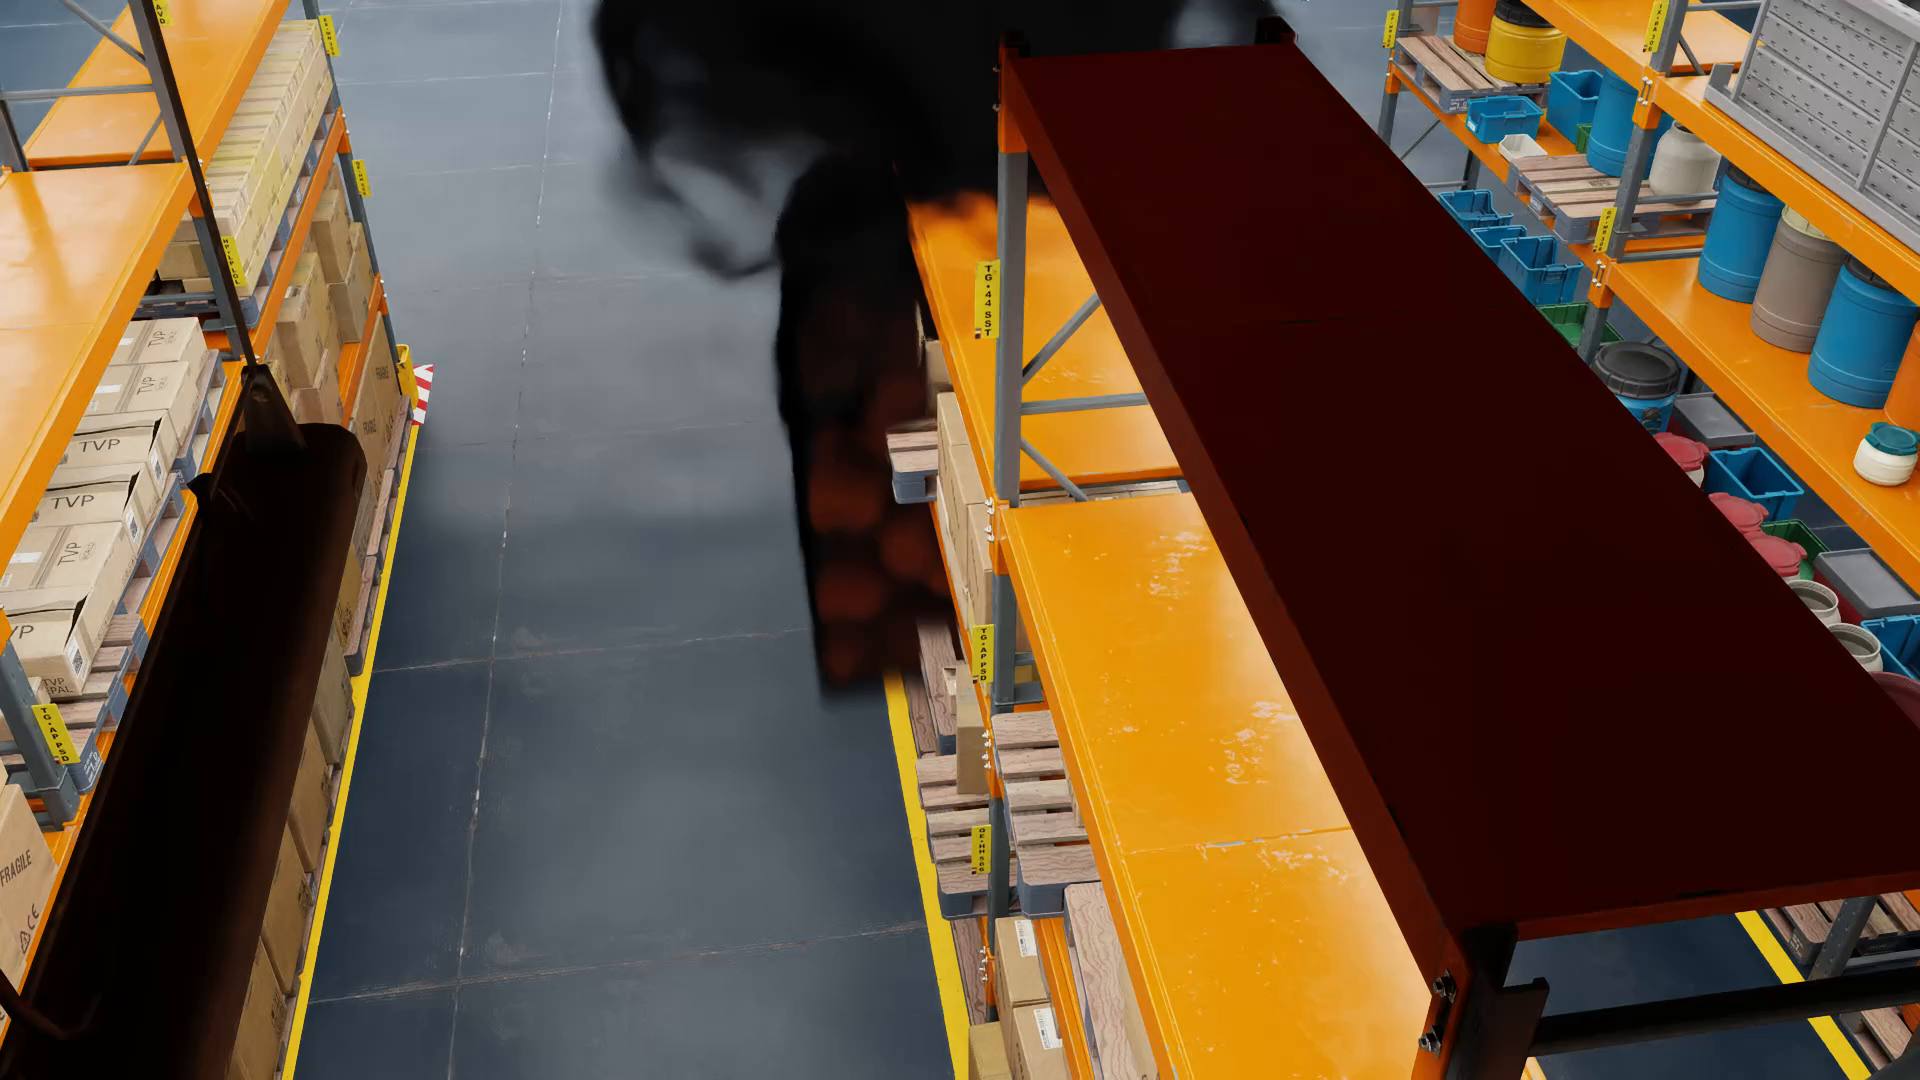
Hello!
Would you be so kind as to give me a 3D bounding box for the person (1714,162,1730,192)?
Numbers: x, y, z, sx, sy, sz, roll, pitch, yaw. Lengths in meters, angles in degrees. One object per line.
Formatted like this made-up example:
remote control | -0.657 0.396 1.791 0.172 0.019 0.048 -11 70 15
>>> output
person | 8.278 -3.966 17.461 0.851 1.691 0.579 4 36 5
